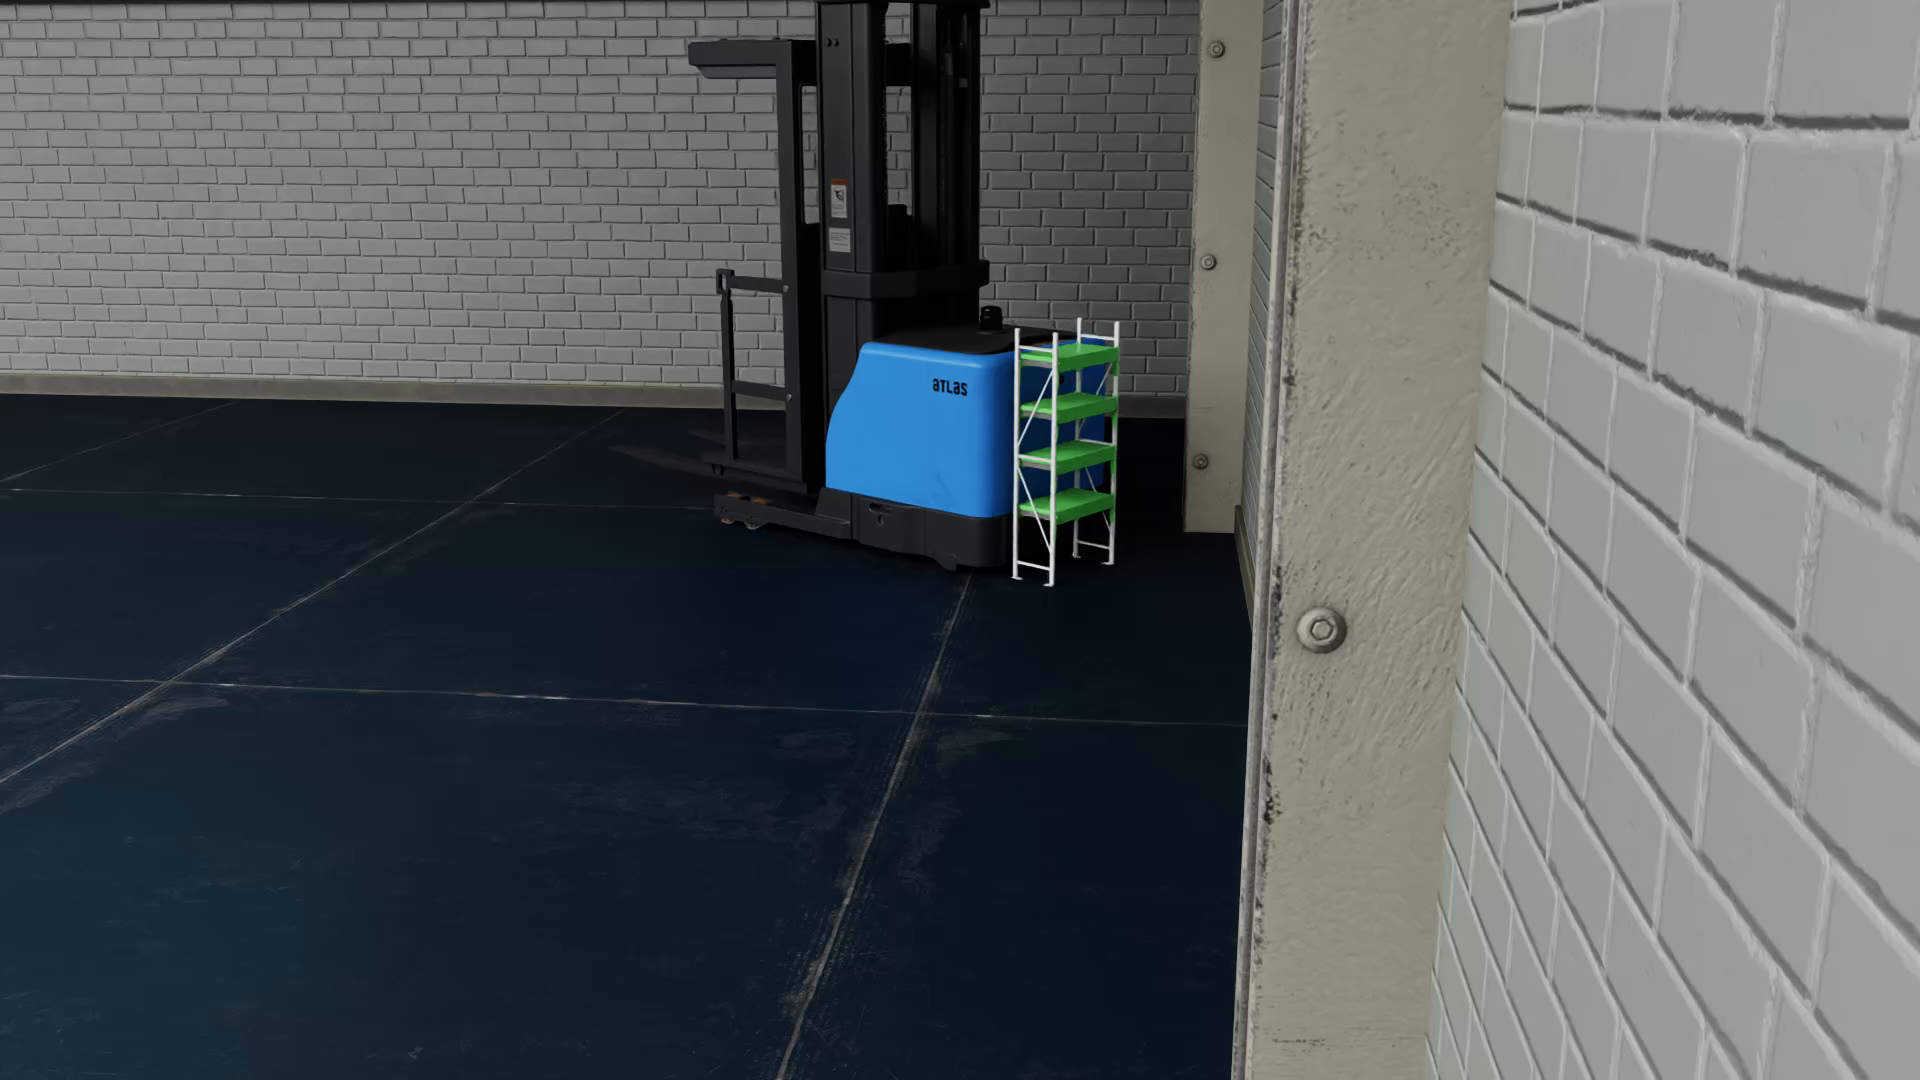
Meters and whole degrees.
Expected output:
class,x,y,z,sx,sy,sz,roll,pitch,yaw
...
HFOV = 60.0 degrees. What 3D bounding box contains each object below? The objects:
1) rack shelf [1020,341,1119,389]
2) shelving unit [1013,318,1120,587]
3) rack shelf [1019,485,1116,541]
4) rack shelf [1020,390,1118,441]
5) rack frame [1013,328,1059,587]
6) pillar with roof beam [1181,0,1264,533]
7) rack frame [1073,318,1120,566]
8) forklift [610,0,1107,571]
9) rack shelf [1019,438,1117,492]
class,x,y,z,sx,sy,sz,roll,pitch,yaw
rack shelf,0.508,-0.828,7.831,0.258,0.148,0.480,12,19,38
shelving unit,0.508,-0.426,7.939,0.258,1.200,0.503,12,19,38
rack shelf,0.507,-0.133,8.019,0.258,0.148,0.480,12,19,38
rack shelf,0.508,-0.596,7.893,0.258,0.148,0.480,12,19,38
rack frame,0.351,-0.377,7.759,0.240,1.200,0.015,12,19,38
pillar with roof beam,-2.920,-4.563,8.296,9.100,9.000,0.400,2,15,6
rack frame,0.664,-0.475,8.120,0.240,1.200,0.015,12,19,38
forklift,-0.700,-1.561,8.821,3.031,2.935,1.130,12,19,38
rack shelf,0.508,-0.364,7.956,0.258,0.148,0.480,12,19,38
